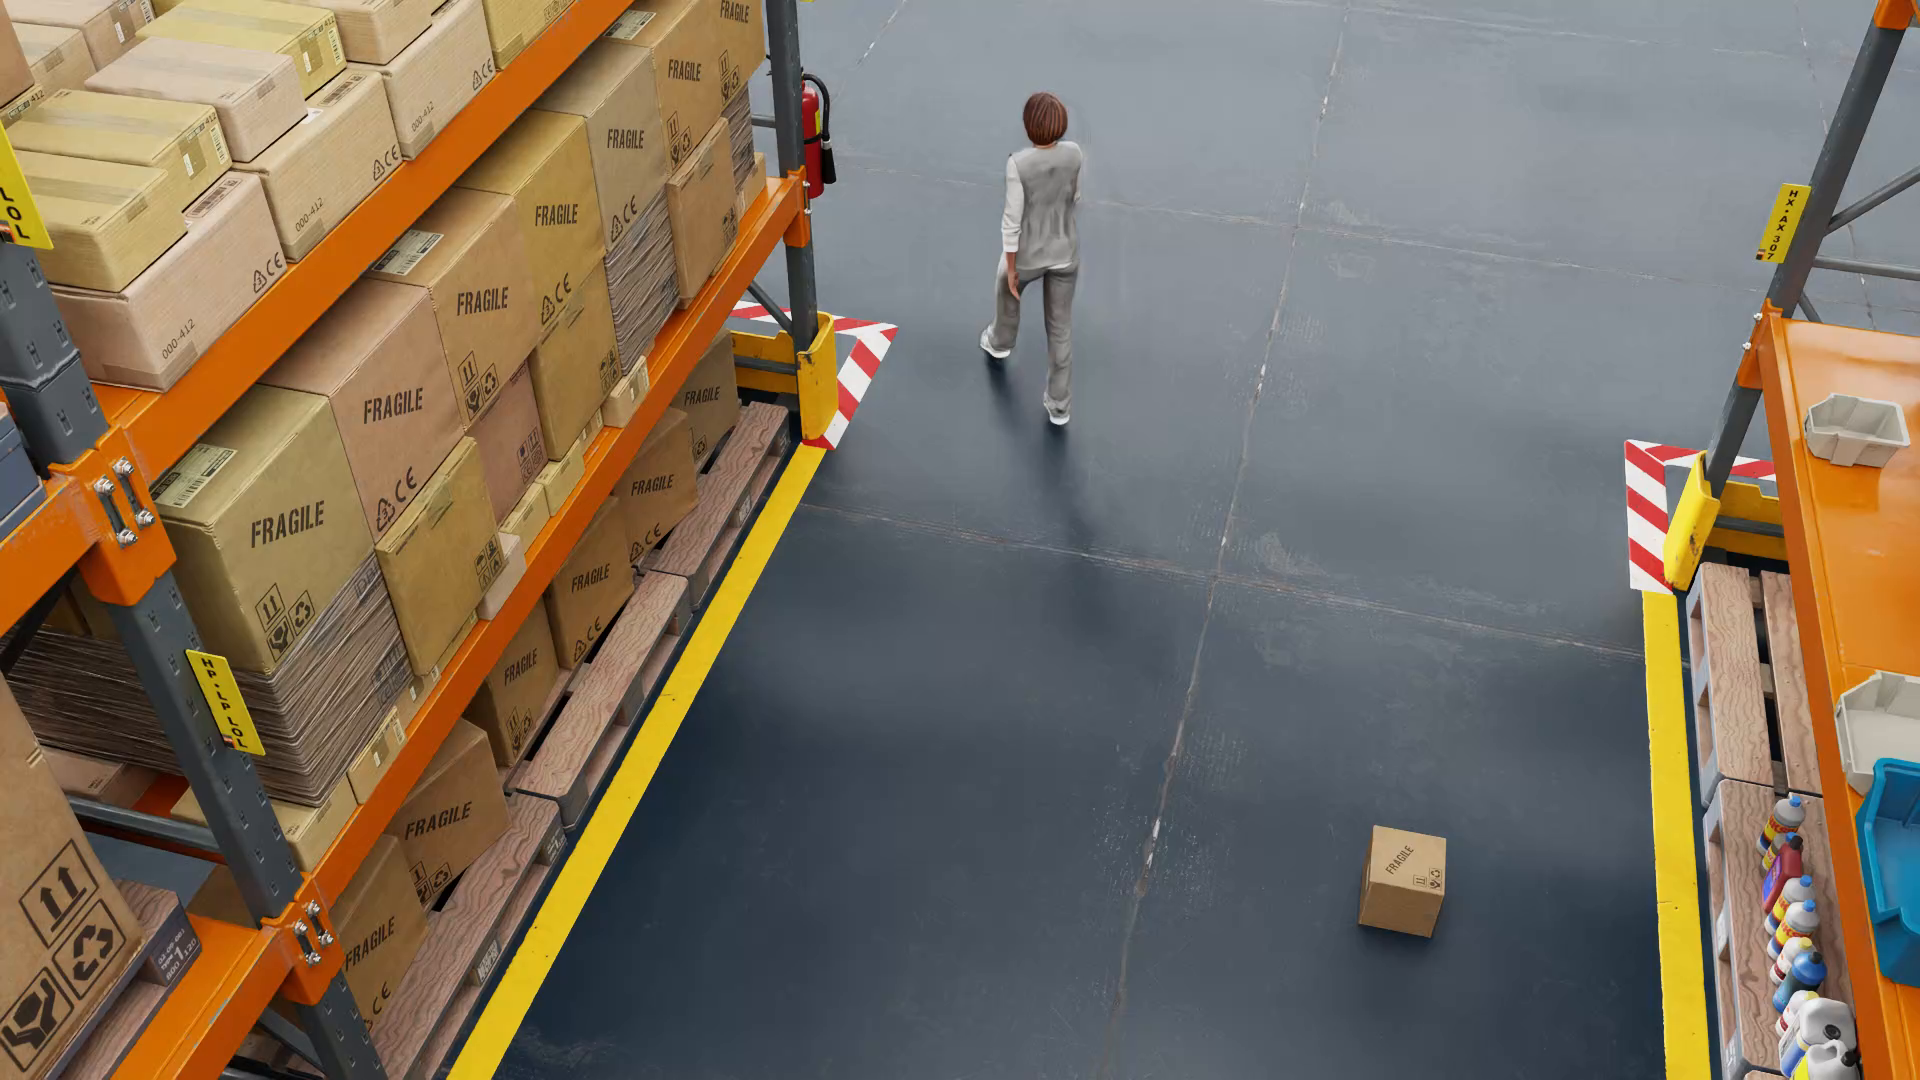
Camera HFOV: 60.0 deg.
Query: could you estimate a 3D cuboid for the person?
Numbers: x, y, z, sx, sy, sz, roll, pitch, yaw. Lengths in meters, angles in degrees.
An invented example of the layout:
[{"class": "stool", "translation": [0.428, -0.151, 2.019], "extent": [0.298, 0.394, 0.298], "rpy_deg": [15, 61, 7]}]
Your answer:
[{"class": "person", "translation": [0.346, -1.367, 7.684], "extent": [0.420, 1.564, 0.853], "rpy_deg": [-10, 43, -11]}]
